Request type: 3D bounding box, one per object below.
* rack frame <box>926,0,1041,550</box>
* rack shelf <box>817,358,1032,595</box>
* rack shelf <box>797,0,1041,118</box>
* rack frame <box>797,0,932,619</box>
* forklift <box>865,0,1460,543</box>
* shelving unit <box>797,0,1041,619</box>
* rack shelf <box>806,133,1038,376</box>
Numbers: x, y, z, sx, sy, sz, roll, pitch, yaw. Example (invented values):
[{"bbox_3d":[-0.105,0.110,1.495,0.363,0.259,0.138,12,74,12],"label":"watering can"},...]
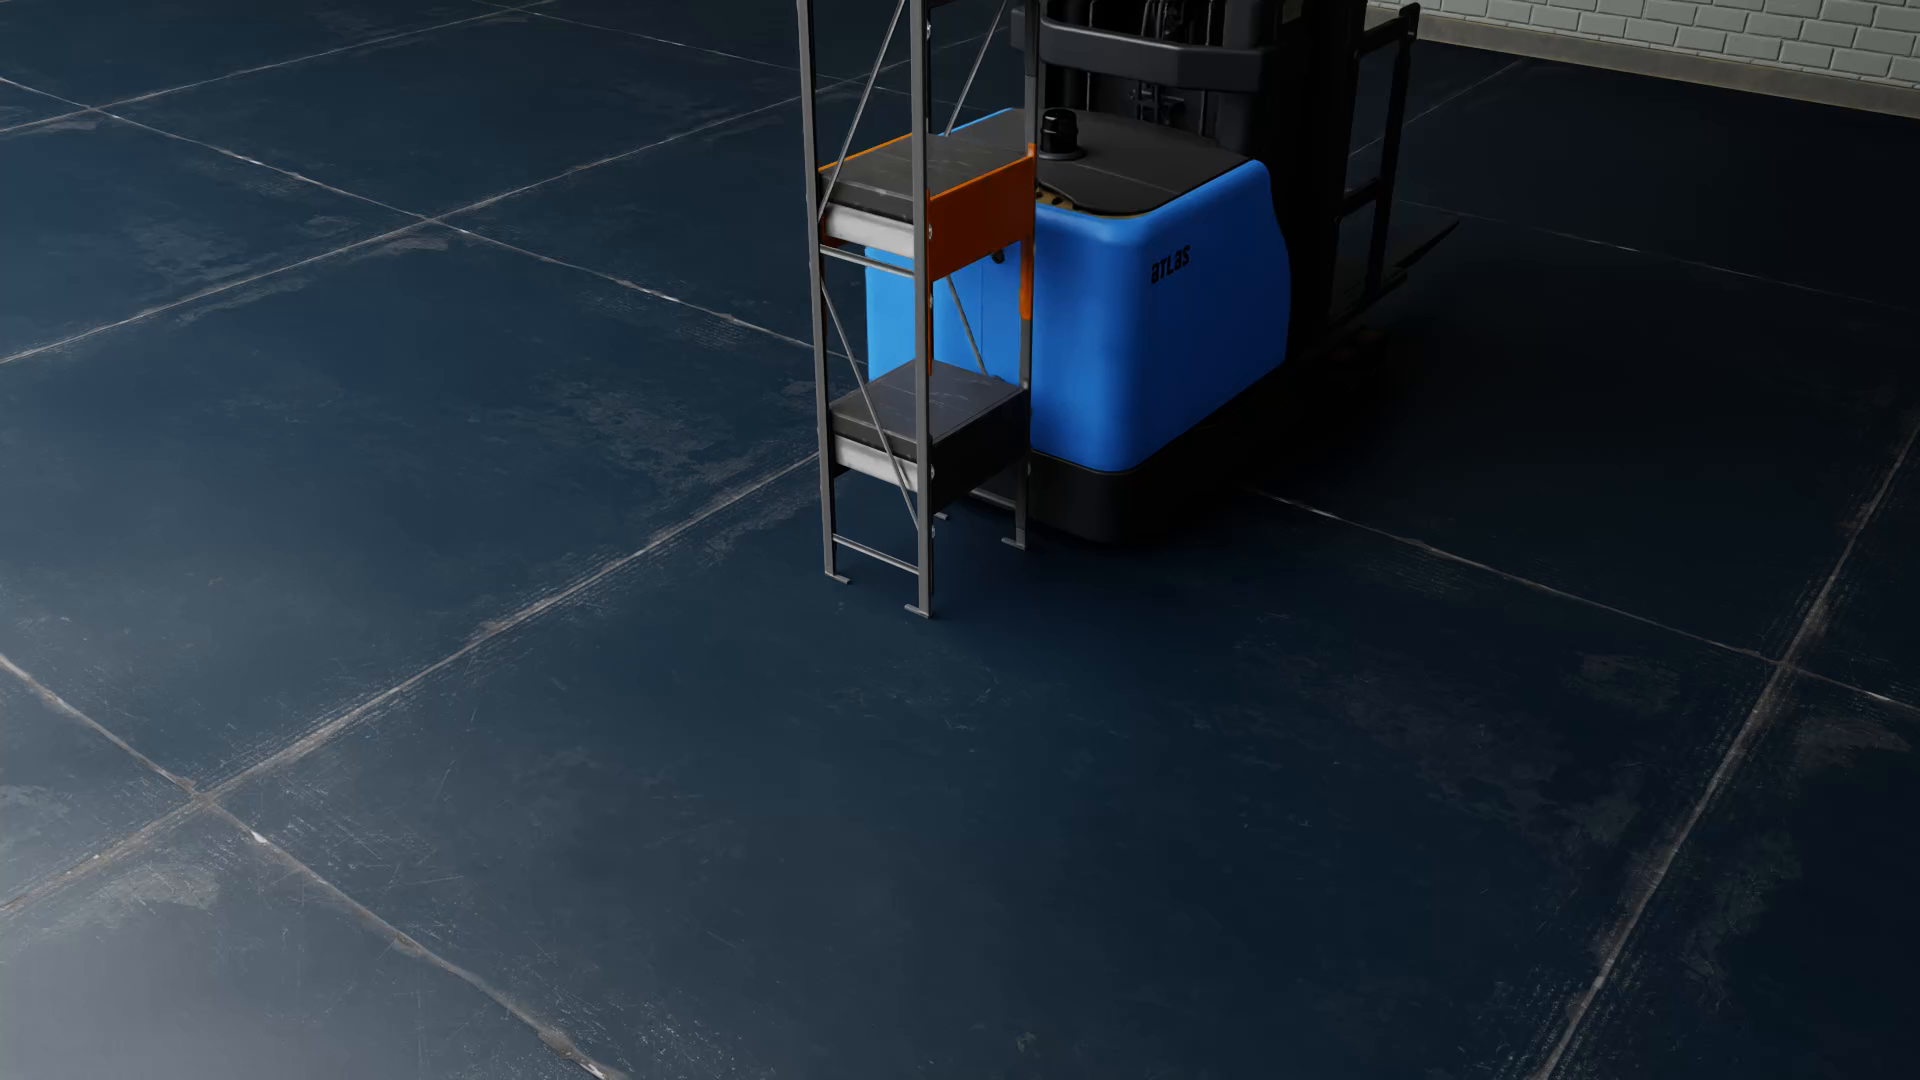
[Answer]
[{"bbox_3d":[0.047,-0.935,4.769,0.400,2.100,0.015,21,37,31],"label":"rack frame"},{"bbox_3d":[-0.100,-0.222,4.965,0.431,0.518,0.480,21,37,31],"label":"rack shelf"},{"bbox_3d":[-0.100,-1.426,4.251,0.431,0.518,0.480,21,37,31],"label":"rack shelf"},{"bbox_3d":[-0.247,-0.737,4.434,0.400,2.100,0.015,21,37,31],"label":"rack frame"},{"bbox_3d":[0.973,-1.944,5.655,1.130,2.935,3.031,21,37,31],"label":"forklift"},{"bbox_3d":[-0.100,-0.836,4.601,0.431,2.100,0.503,21,37,31],"label":"shelving unit"},{"bbox_3d":[-0.100,-0.824,4.608,0.431,0.518,0.480,21,37,31],"label":"rack shelf"}]
